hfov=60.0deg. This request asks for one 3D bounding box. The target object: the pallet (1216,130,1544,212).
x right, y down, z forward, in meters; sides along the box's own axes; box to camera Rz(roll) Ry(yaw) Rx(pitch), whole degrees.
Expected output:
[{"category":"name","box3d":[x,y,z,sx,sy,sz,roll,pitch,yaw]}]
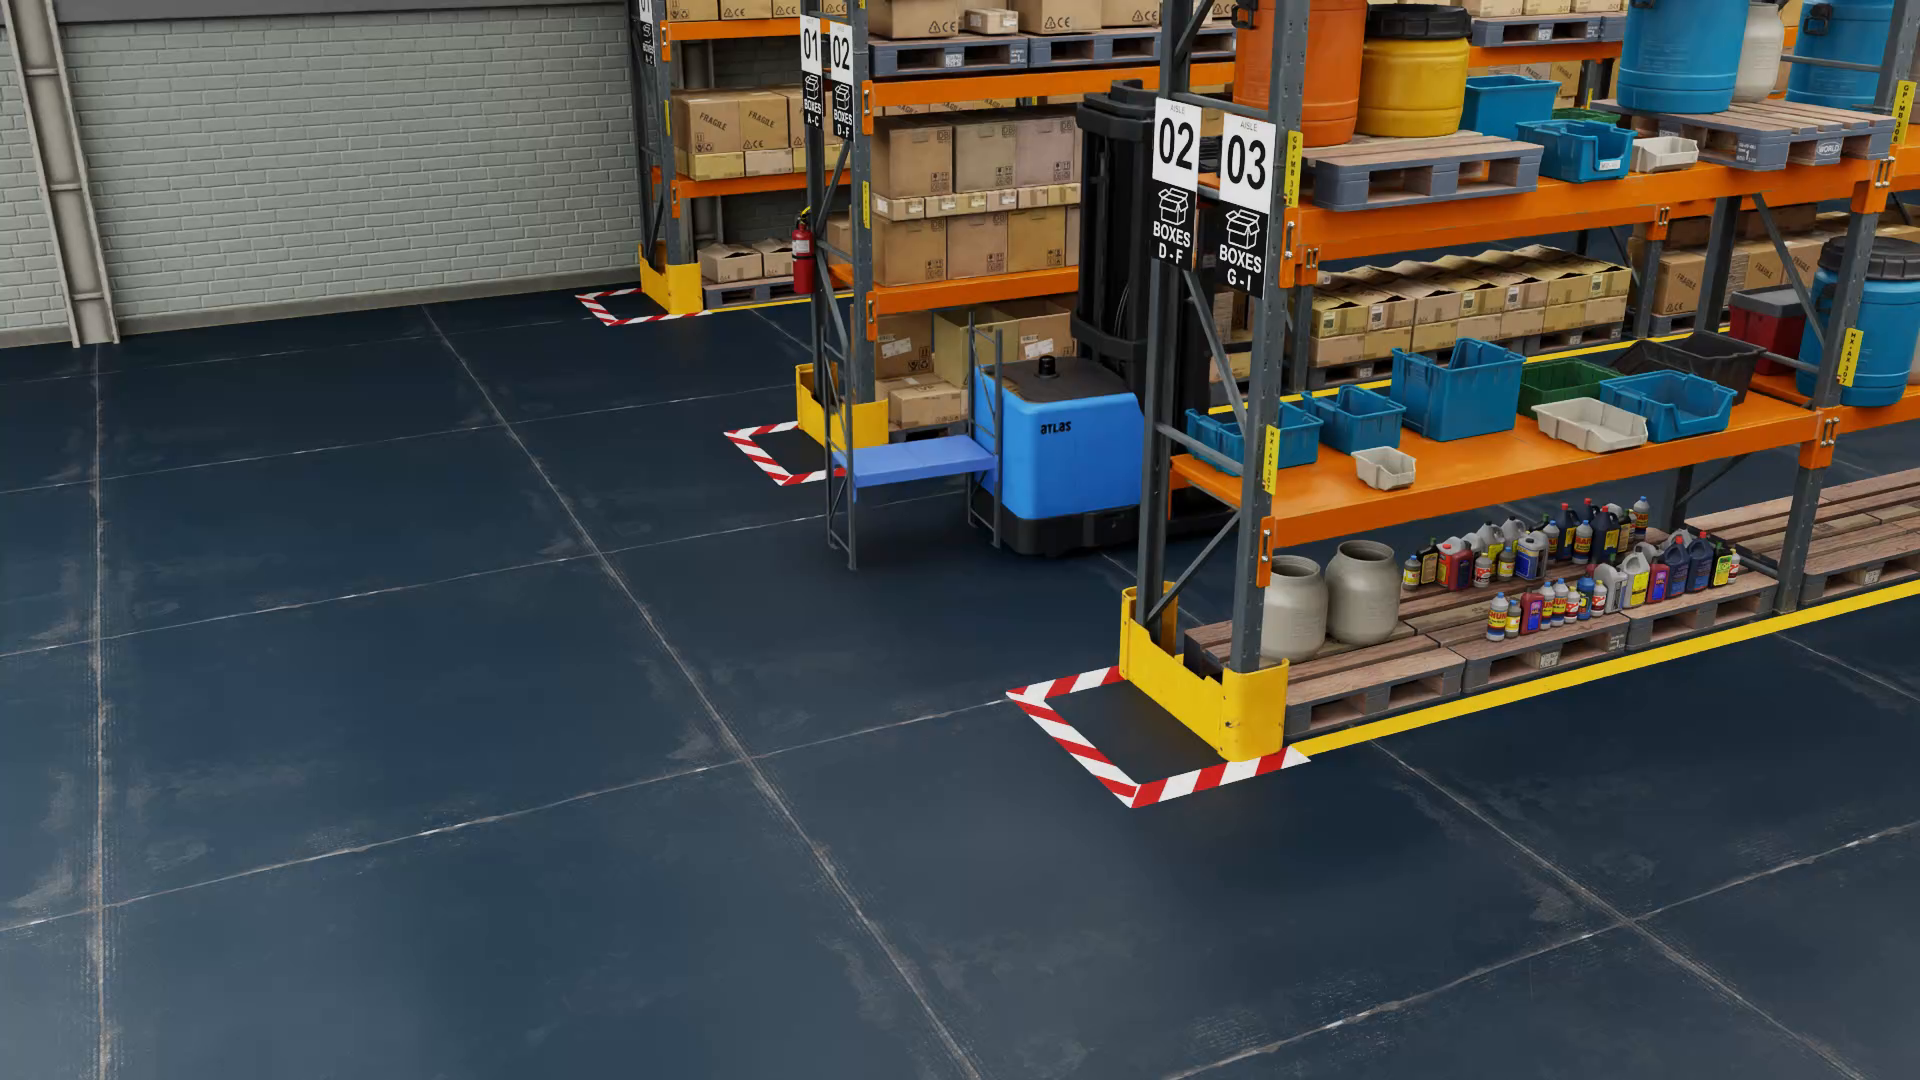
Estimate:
[{"category":"pallet","box3d":[2.028,-1.844,8.108,1.213,0.211,1.003,-10,25,-24]}]

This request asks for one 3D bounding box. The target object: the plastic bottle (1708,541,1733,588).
[{"category":"plastic bottle","box3d":[4.554,0.140,9.967,0.133,0.283,0.061,-9,24,-21]}]

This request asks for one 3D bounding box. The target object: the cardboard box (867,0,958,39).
[{"category":"cardboard box","box3d":[-0.385,-3.936,12.047,0.637,0.503,0.797,-9,24,-20]}]

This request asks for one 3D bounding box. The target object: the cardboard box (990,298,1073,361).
[{"category":"cardboard box","box3d":[0.569,-1.603,13.266,0.500,0.500,0.500,-10,25,-24]}]

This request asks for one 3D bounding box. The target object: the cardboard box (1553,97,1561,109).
[{"category":"cardboard box","box3d":[7.357,-5.536,21.005,0.250,0.149,0.380,-10,24,-23]}]

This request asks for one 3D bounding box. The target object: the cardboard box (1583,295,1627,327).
[{"category":"cardboard box","box3d":[5.935,-2.229,15.759,0.500,0.250,0.500,-10,24,-22]}]

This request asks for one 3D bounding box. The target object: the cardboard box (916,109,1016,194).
[{"category":"cardboard box","box3d":[0.040,-2.966,12.667,0.500,0.500,0.700,-11,25,-25]}]

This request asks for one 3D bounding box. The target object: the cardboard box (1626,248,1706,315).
[{"category":"cardboard box","box3d":[6.837,-2.502,16.065,0.500,0.500,0.500,-9,24,-21]}]

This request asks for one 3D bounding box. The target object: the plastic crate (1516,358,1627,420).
[{"category":"plastic crate","box3d":[3.498,-0.880,9.730,0.662,0.188,0.450,-10,25,-24]}]

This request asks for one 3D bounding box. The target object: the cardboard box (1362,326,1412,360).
[{"category":"cardboard box","box3d":[3.631,-1.803,14.729,0.500,0.250,0.500,-10,24,-22]}]

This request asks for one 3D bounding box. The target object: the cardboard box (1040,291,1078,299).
[{"category":"cardboard box","box3d":[0.795,-1.865,13.898,0.500,0.500,0.500,-10,25,-24]}]

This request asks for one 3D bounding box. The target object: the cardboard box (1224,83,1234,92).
[{"category":"cardboard box","box3d":[3.241,-5.249,19.303,0.500,0.500,0.700,-13,26,-29]}]

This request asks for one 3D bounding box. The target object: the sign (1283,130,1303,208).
[{"category":"sign","box3d":[1.474,-1.642,7.361,0.005,0.325,0.100,-10,25,-24]}]

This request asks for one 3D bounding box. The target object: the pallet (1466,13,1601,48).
[{"category":"pallet","box3d":[4.724,-4.445,14.392,1.213,0.211,1.003,-9,24,-21]}]

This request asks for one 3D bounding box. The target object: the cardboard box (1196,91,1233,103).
[{"category":"cardboard box","box3d":[2.302,-3.383,13.674,0.500,0.500,0.700,-10,25,-23]}]

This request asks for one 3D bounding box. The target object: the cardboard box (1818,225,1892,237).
[{"category":"cardboard box","box3d":[9.138,-2.929,17.096,0.500,0.500,0.500,-10,25,-23]}]

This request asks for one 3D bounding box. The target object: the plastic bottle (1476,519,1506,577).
[{"category":"plastic bottle","box3d":[3.216,0.039,10.123,0.185,0.351,0.144,-9,24,-21]}]

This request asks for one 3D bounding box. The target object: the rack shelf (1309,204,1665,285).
[{"category":"rack shelf","box3d":[4.501,-2.812,15.063,4.000,0.370,1.077,-10,25,-24]}]

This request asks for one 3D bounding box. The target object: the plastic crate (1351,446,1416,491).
[{"category":"plastic crate","box3d":[2.186,-0.358,8.537,0.250,0.136,0.298,-10,25,-24]}]

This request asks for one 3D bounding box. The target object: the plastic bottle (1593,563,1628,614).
[{"category":"plastic bottle","box3d":[3.777,0.267,9.669,0.135,0.276,0.152,-10,24,-23]}]

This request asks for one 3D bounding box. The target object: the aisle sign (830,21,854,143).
[{"category":"aisle sign","box3d":[-0.831,-3.234,11.743,0.004,0.787,0.394,-10,25,-24]}]

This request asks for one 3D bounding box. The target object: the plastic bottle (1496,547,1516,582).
[{"category":"plastic bottle","box3d":[3.308,0.142,10.068,0.097,0.201,0.097,0,22,0]}]

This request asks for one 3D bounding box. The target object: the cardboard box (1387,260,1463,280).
[{"category":"cardboard box","box3d":[4.311,-2.414,15.473,0.500,0.311,0.500,-11,25,-24]}]

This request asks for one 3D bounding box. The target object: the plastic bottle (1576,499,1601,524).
[{"category":"plastic bottle","box3d":[3.937,-0.094,10.443,0.185,0.351,0.144,-10,24,-22]}]

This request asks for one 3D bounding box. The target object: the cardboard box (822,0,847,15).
[{"category":"cardboard box","box3d":[-1.208,-5.527,16.602,0.500,0.500,0.500,-9,24,-20]}]

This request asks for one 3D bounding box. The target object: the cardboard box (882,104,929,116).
[{"category":"cardboard box","box3d":[-0.650,-4.457,17.284,0.500,0.500,0.500,-11,25,-25]}]

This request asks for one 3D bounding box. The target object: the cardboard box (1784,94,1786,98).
[{"category":"cardboard box","box3d":[8.792,-4.243,16.898,0.500,0.500,0.700,-6,23,-15]}]

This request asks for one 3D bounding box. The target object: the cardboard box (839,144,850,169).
[{"category":"cardboard box","box3d":[-1.100,-4.024,17.220,0.500,0.250,0.500,-10,25,-23]}]

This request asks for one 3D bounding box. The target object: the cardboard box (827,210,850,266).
[{"category":"cardboard box","box3d":[-1.198,-3.187,17.721,0.500,0.500,0.700,-12,25,-27]}]

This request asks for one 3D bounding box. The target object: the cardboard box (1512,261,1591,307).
[{"category":"cardboard box","box3d":[5.473,-2.399,15.437,0.500,0.311,0.500,-11,25,-24]}]

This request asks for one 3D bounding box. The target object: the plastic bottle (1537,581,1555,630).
[{"category":"plastic bottle","box3d":[3.317,0.365,9.438,0.097,0.271,0.097,0,22,0]}]

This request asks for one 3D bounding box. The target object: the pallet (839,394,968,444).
[{"category":"pallet","box3d":[-0.234,-1.003,13.396,1.213,0.211,1.003,-10,25,-24]}]

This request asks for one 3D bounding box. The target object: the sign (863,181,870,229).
[{"category":"sign","box3d":[-0.670,-2.394,11.876,0.005,0.325,0.100,-10,25,-24]}]

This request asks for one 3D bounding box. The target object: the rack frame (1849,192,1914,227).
[{"category":"rack frame","box3d":[9.908,-4.140,17.330,0.127,3.000,1.000,-10,25,-24]}]

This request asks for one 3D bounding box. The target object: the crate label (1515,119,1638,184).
[{"category":"crate label","box3d":[3.070,-1.956,8.326,0.408,0.251,0.502,-10,25,-24]}]

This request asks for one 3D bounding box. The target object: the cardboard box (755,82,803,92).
[{"category":"cardboard box","box3d":[-1.803,-4.461,17.295,0.500,0.500,0.500,-11,25,-25]}]

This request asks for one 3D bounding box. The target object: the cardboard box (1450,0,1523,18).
[{"category":"cardboard box","box3d":[4.448,-4.620,14.214,0.500,0.250,0.500,-13,26,-28]}]

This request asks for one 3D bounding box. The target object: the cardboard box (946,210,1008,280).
[{"category":"cardboard box","box3d":[-0.008,-2.358,12.893,0.500,0.500,0.700,-10,24,-22]}]

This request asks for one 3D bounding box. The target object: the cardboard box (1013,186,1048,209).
[{"category":"cardboard box","box3d":[0.471,-2.658,12.771,0.250,0.149,0.380,-11,25,-25]}]

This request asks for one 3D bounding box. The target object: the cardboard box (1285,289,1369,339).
[{"category":"cardboard box","box3d":[3.180,-1.979,14.421,0.500,0.311,0.500,-10,25,-23]}]

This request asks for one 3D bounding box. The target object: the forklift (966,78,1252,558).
[{"category":"forklift","box3d":[1.609,-1.582,11.241,3.031,2.935,1.130,-9,24,-20]}]

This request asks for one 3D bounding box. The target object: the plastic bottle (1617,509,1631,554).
[{"category":"plastic bottle","box3d":[4.134,-0.052,10.431,0.133,0.283,0.061,-10,25,-24]}]

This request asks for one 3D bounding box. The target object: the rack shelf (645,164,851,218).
[{"category":"rack shelf","box3d":[-1.255,-3.856,17.583,4.000,0.370,1.077,-10,25,-24]}]

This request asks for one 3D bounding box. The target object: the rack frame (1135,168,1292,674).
[{"category":"rack frame","box3d":[1.240,-0.442,8.396,0.127,3.000,1.000,-10,25,-24]}]

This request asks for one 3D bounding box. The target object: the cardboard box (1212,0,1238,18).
[{"category":"cardboard box","box3d":[2.131,-4.511,13.442,0.500,0.500,0.500,-8,24,-19]}]

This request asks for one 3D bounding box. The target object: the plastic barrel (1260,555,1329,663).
[{"category":"plastic barrel","box3d":[1.800,0.378,9.119,0.421,0.512,0.421,0,22,0]}]

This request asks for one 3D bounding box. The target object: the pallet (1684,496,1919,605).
[{"category":"pallet","box3d":[5.535,0.039,10.879,1.213,0.211,1.003,-10,25,-24]}]

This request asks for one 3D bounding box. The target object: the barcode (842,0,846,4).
[{"category":"barcode","box3d":[-0.842,-4.020,12.359,0.075,0.075,0.001,-10,25,-24]}]

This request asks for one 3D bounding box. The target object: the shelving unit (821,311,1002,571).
[{"category":"shelving unit","box3d":[-0.309,-0.653,10.868,1.048,1.500,0.538,-9,24,-20]}]

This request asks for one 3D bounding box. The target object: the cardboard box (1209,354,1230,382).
[{"category":"cardboard box","box3d":[1.921,-1.505,14.010,0.500,0.250,0.500,-10,25,-24]}]

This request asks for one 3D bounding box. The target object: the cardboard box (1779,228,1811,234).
[{"category":"cardboard box","box3d":[8.437,-3.020,17.316,0.500,0.500,0.500,-10,25,-23]}]

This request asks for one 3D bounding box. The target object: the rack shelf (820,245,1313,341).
[{"category":"rack shelf","box3d":[0.897,-2.149,13.460,4.000,0.370,1.077,-10,25,-24]}]

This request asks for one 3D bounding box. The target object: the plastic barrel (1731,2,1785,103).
[{"category":"plastic barrel","box3d":[4.371,-2.733,9.314,0.421,0.512,0.421,0,22,0]}]

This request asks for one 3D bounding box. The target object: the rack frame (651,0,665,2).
[{"category":"rack frame","box3d":[-3.057,-6.628,15.496,0.127,3.000,1.000,-10,25,-24]}]

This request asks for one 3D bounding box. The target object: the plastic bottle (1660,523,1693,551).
[{"category":"plastic bottle","box3d":[4.326,0.072,10.043,0.185,0.351,0.144,-10,25,-24]}]
